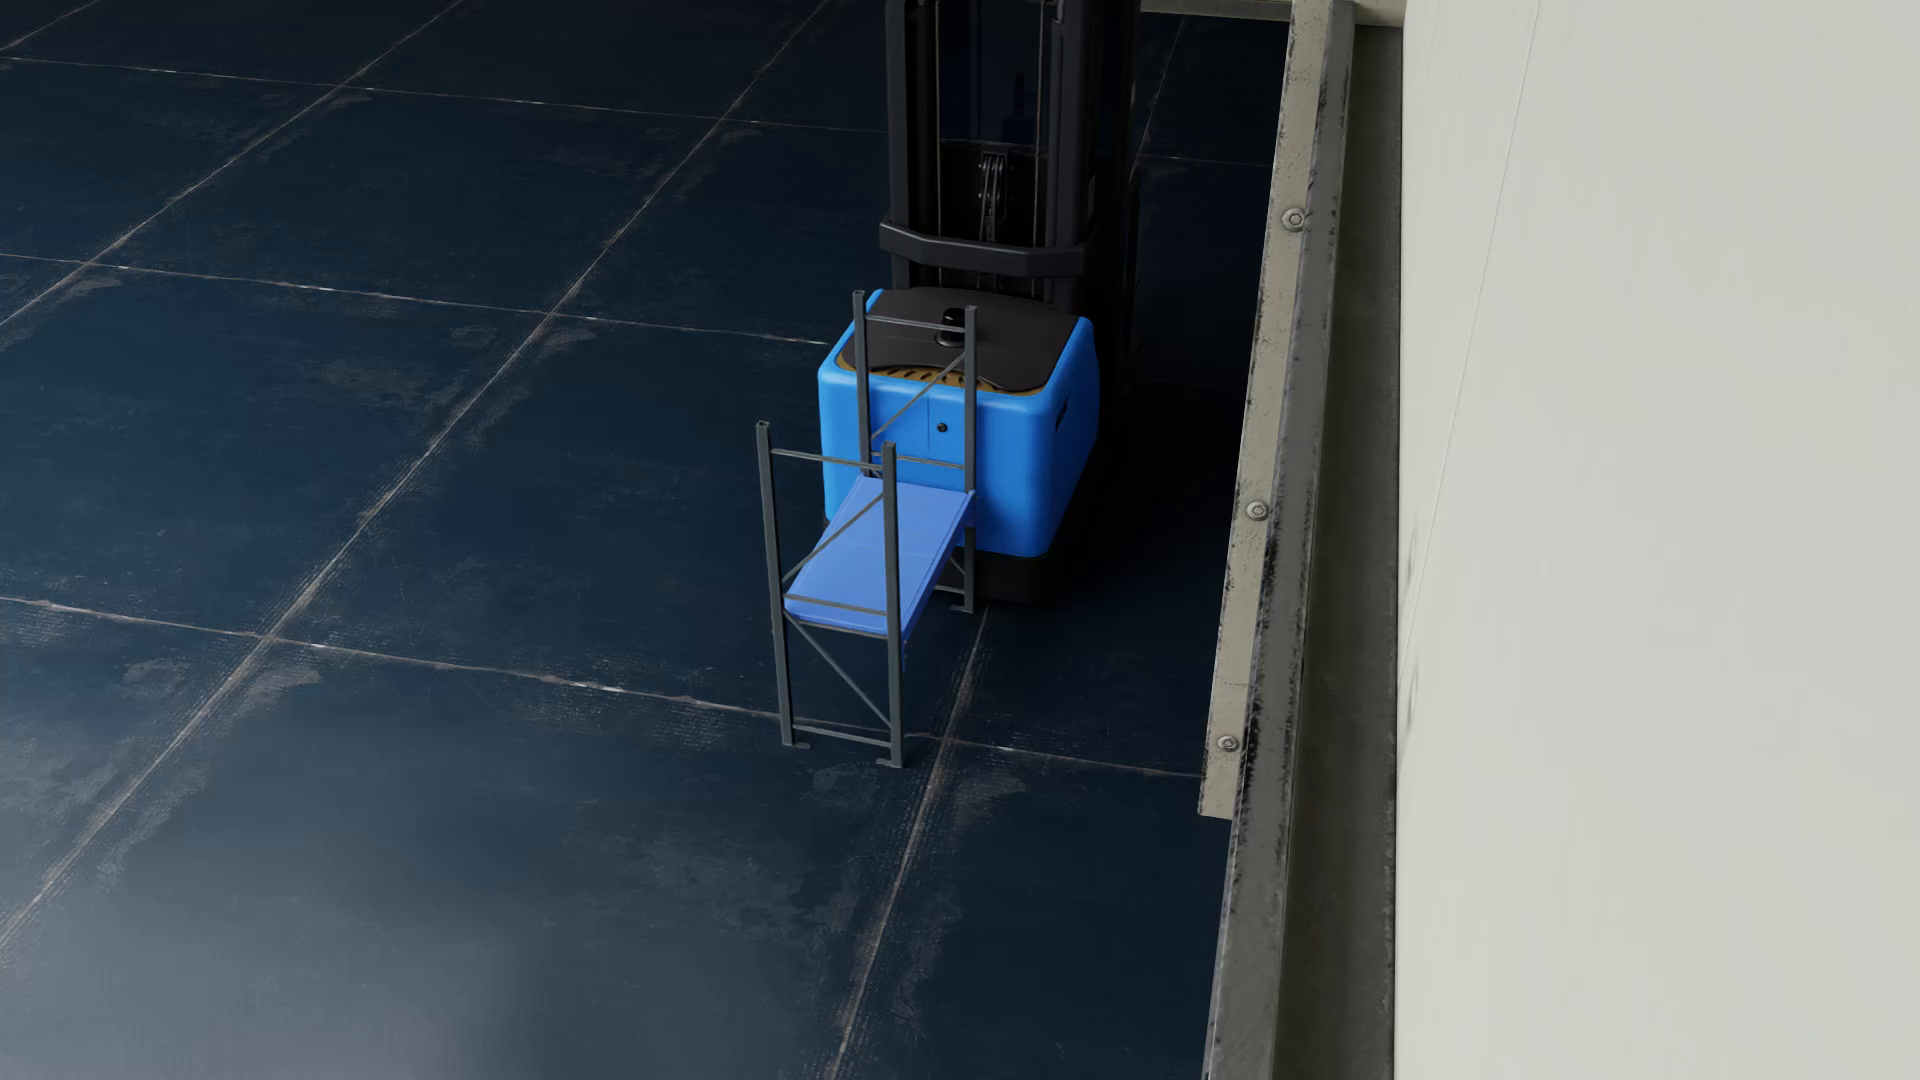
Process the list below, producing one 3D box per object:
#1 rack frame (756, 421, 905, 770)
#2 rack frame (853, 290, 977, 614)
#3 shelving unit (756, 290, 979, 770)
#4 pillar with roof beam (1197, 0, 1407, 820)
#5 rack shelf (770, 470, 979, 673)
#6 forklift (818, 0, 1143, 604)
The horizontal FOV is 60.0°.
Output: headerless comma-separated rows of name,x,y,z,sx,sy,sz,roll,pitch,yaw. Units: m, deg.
rack frame,-0.462,0.243,6.137,0.500,1.500,0.032,10,37,13
rack frame,-0.177,-0.330,6.927,0.500,1.500,0.032,10,37,13
shelving unit,-0.319,-0.043,6.532,0.538,1.500,1.048,10,37,13
pillar with roof beam,-3.111,-3.237,4.548,9.100,9.000,0.400,7,37,10
rack shelf,-0.319,0.102,6.637,0.538,0.185,1.000,10,37,13
forklift,0.292,-1.774,7.700,1.130,2.935,3.031,10,37,13
